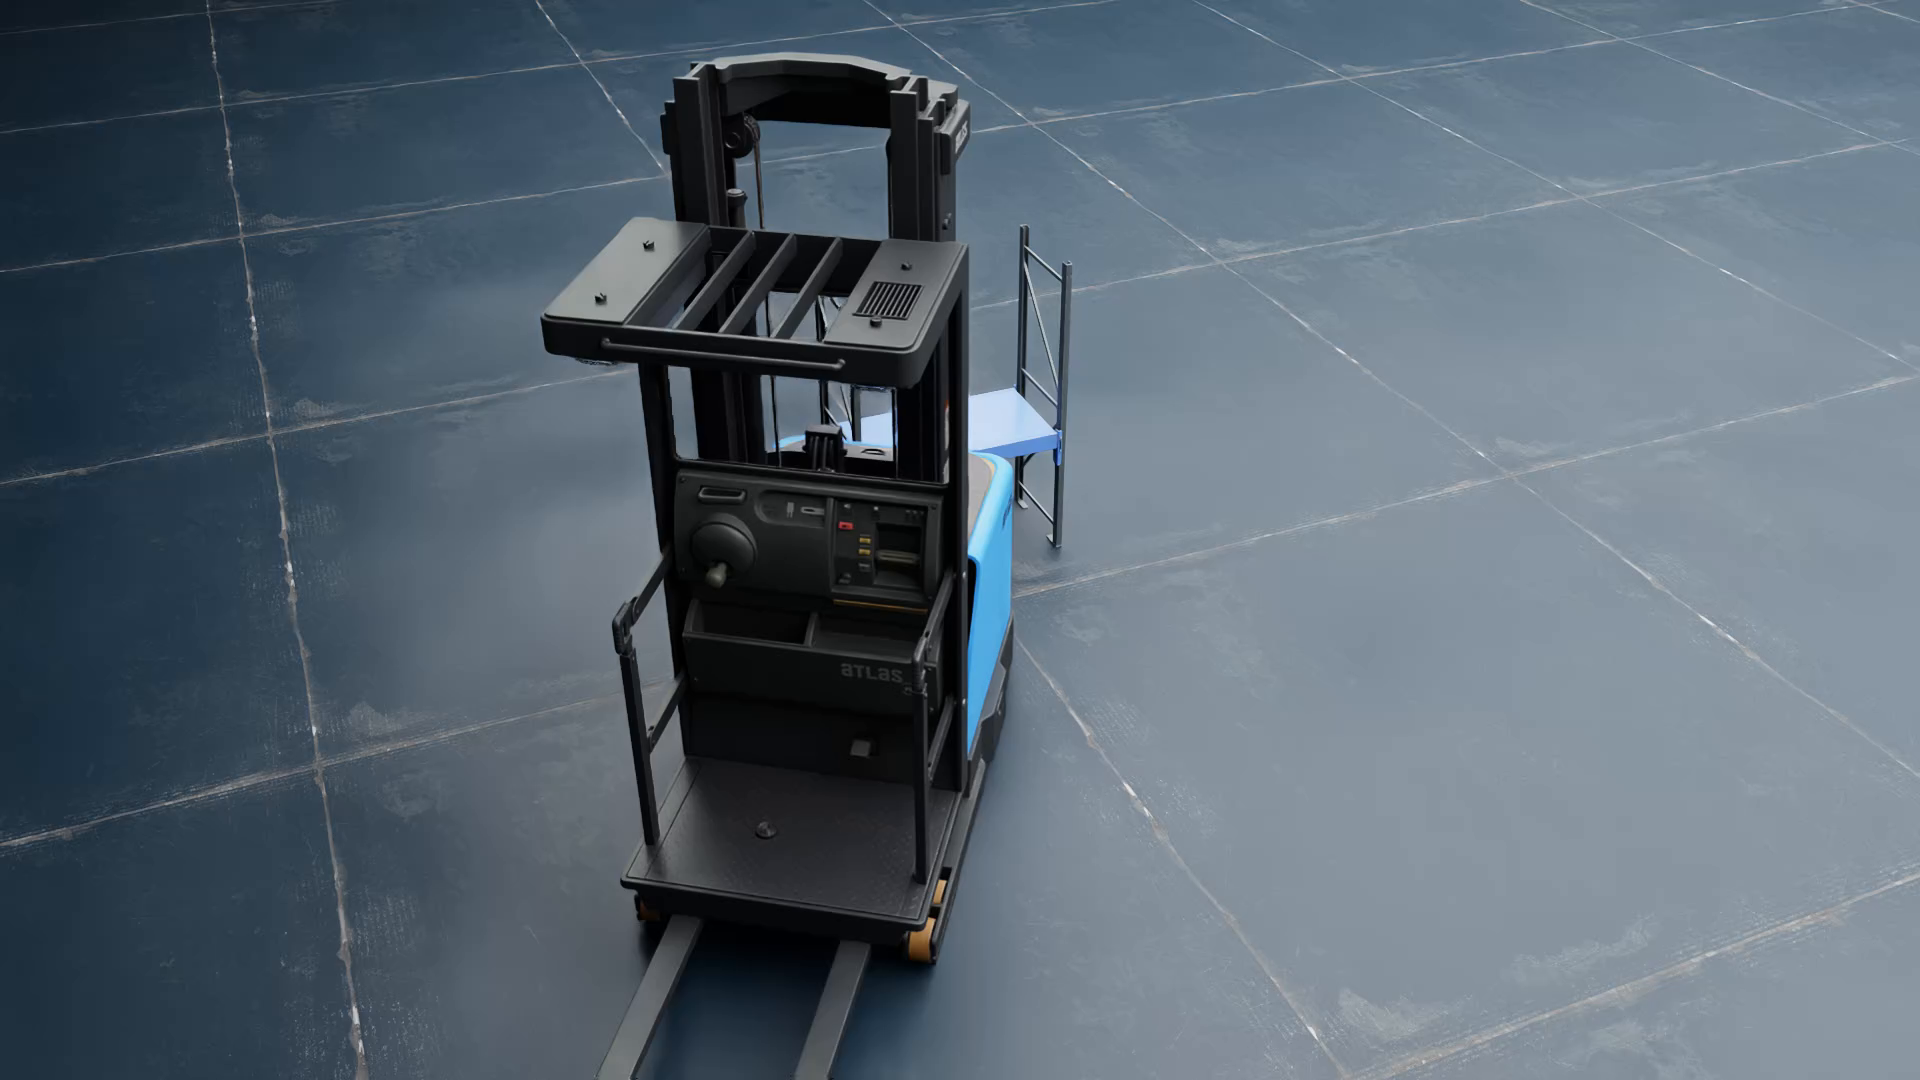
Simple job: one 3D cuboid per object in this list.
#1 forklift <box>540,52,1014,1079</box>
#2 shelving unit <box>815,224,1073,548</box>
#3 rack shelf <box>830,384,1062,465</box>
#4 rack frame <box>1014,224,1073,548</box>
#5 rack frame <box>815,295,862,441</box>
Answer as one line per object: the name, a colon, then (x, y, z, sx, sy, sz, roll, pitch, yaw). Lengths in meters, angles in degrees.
forklift: (-0.562, 0.057, 5.476, 1.130, 2.935, 3.031, 6, 34, 9)
shelving unit: (-0.079, -0.611, 7.813, 1.048, 1.500, 0.538, -13, 35, -19)
rack shelf: (-0.079, -0.460, 7.911, 1.000, 0.185, 0.538, -13, 35, -19)
rack frame: (0.390, -0.718, 7.978, 0.032, 1.500, 0.500, -13, 35, -19)
rack frame: (-0.547, -0.503, 7.648, 0.032, 1.500, 0.500, -13, 35, -19)
